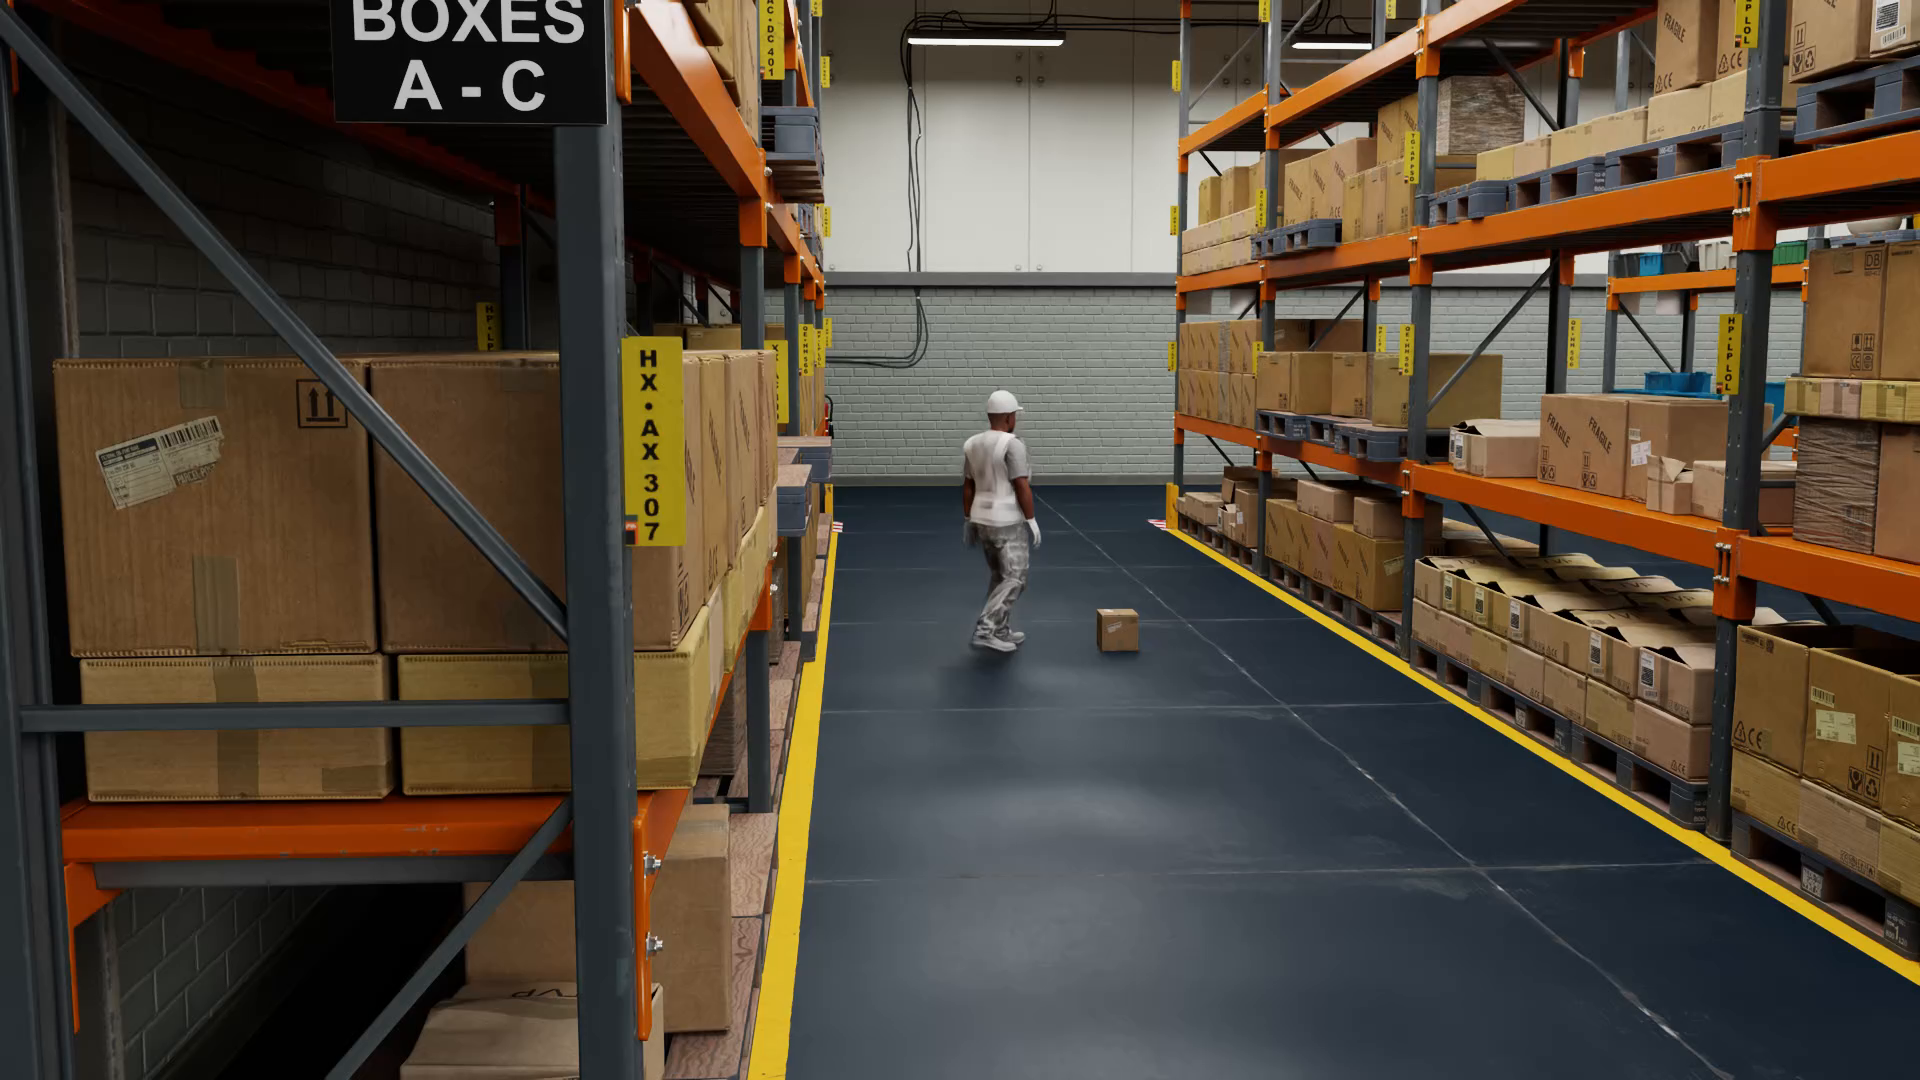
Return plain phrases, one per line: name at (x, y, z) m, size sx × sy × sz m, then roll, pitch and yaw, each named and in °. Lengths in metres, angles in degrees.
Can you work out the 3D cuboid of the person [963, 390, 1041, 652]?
person at (0.268, -0.110, 11.097) m, size 0.778 × 1.766 × 0.671 m, roll -5°, pitch 9°, yaw -38°
